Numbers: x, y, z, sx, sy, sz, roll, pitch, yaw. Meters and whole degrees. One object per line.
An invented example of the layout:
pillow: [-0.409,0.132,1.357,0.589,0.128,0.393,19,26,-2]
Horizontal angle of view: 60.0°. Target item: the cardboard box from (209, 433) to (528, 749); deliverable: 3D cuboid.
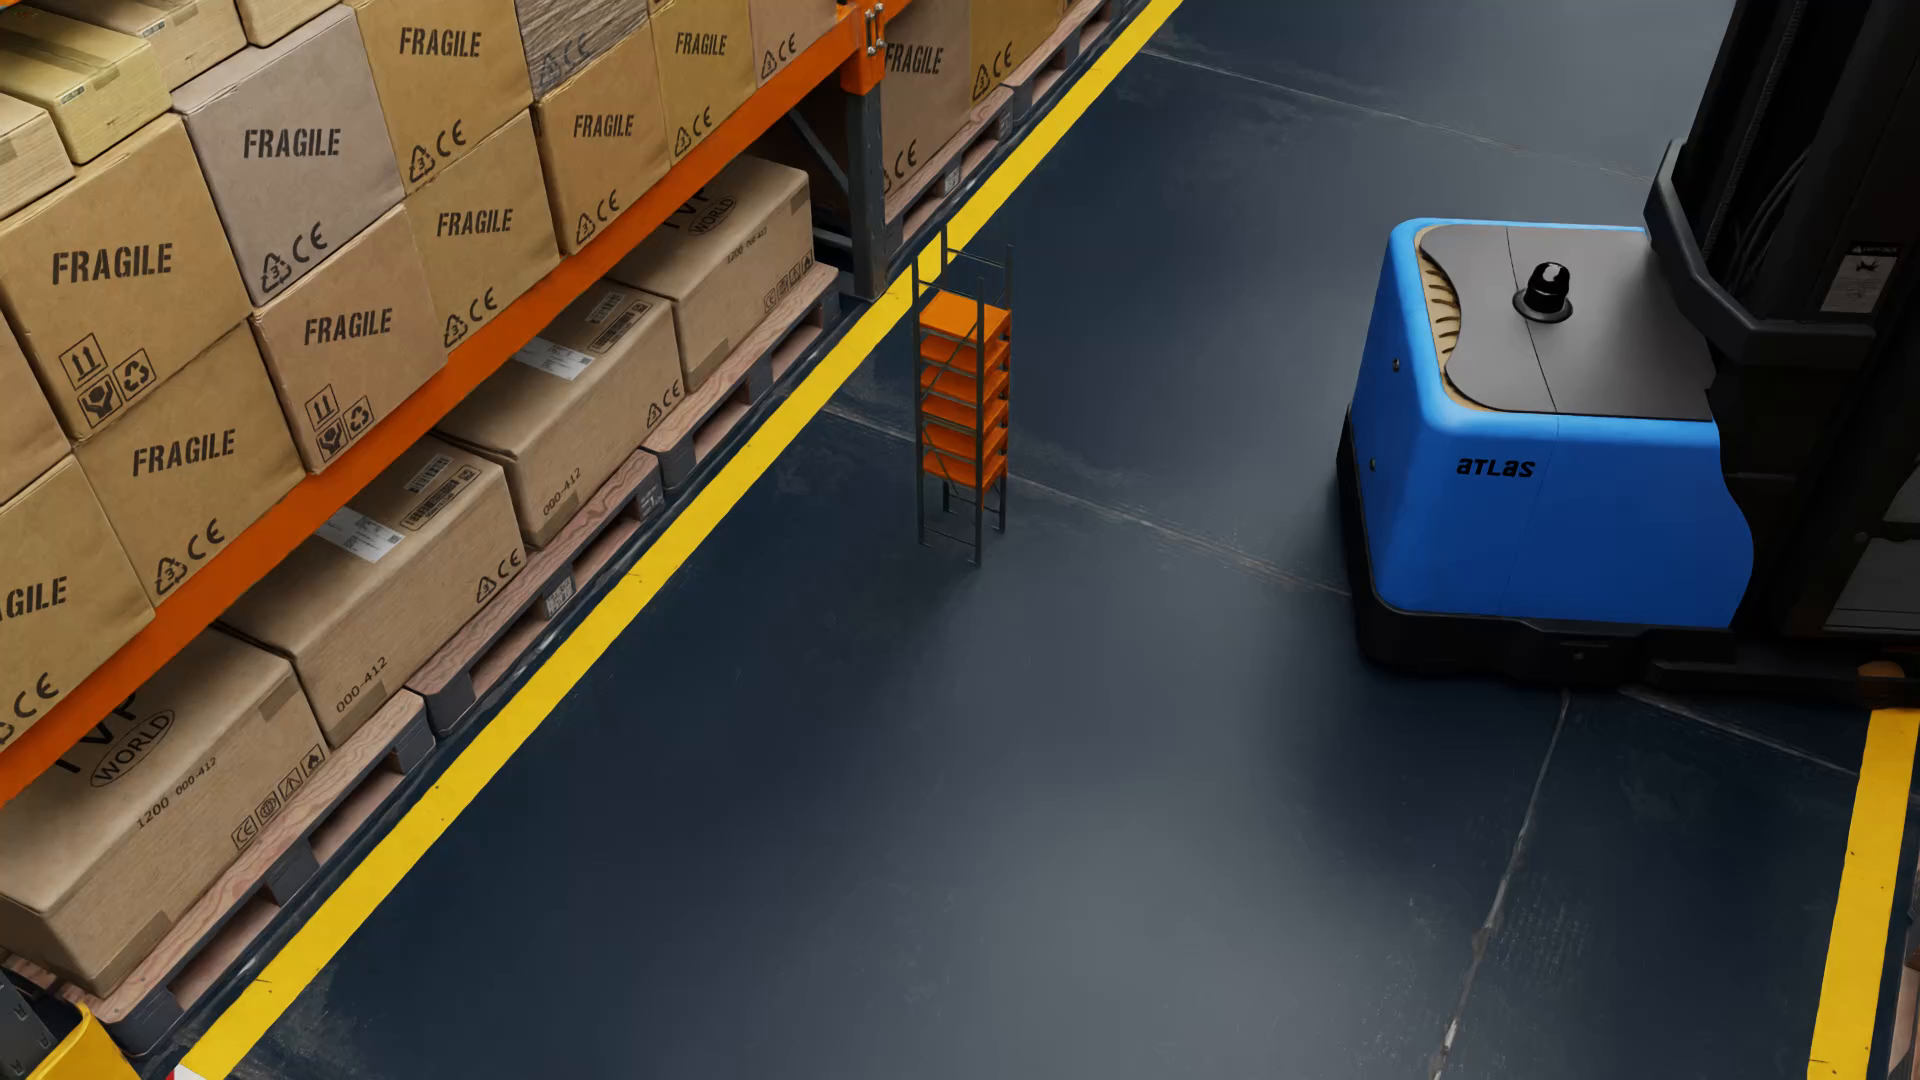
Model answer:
cardboard box: [-1.983,0.043,5.104,0.875,0.438,0.875,22,49,20]

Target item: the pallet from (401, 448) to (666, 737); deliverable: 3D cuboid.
pallet: [-1.749,0.003,5.598,1.003,0.211,1.213,20,49,19]

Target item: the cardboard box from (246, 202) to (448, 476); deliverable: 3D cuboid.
cardboard box: [-1.679,-0.567,4.131,0.500,0.500,0.500,20,49,19]

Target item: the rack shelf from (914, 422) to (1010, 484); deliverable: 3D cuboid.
rack shelf: [0.007,-0.315,5.449,0.258,0.103,0.180,20,49,19]

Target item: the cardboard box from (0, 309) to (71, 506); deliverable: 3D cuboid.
cardboard box: [-2.143,-0.277,3.141,0.500,0.500,0.500,19,48,18]

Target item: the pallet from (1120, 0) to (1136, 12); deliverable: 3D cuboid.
pallet: [0.663,-3.269,8.833,1.003,0.211,1.213,20,49,19]

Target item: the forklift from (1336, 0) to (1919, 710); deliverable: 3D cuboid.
forklift: [2.820,-0.881,4.560,3.031,2.935,1.130,3,45,3]

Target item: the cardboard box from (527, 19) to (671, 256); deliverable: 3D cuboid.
cardboard box: [-1.205,-1.213,4.769,0.500,0.500,0.500,20,49,18]

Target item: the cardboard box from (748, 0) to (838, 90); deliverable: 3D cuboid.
cardboard box: [-0.750,-1.860,5.409,0.500,0.500,0.500,21,49,19]

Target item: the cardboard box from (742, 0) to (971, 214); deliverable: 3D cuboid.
cardboard box: [-0.545,-2.019,6.835,0.875,0.875,0.875,22,49,20]

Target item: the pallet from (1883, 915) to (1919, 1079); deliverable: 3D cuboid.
pallet: [2.824,1.556,4.064,1.003,0.211,1.213,20,49,19]

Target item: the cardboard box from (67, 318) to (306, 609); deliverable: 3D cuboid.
cardboard box: [-1.931,-0.252,3.820,0.500,0.500,0.500,20,49,19]

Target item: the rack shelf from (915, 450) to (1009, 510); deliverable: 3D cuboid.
rack shelf: [0.007,-0.231,5.535,0.258,0.103,0.180,20,49,19]

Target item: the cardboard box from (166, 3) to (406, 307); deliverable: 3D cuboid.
cardboard box: [-1.678,-0.931,3.788,0.500,0.500,0.500,20,49,19]

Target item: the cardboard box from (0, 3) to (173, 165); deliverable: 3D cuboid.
cardboard box: [-1.821,-0.915,3.316,0.380,0.149,0.250,19,48,18]

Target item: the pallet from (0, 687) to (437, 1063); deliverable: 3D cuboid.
pallet: [-2.317,0.769,4.842,1.003,0.211,1.213,20,49,19]

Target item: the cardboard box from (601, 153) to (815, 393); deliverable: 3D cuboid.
cardboard box: [-1.148,-1.088,6.223,0.875,0.438,0.875,20,49,19]

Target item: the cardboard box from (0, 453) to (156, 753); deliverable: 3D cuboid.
cardboard box: [-2.141,0.076,3.496,0.500,0.500,0.500,20,49,19]

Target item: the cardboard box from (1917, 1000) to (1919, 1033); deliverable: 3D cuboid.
cardboard box: [2.650,1.178,4.186,0.380,0.149,0.250,19,48,18]

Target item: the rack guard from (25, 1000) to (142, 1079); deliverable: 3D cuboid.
rack guard: [-2.630,1.212,4.200,1.175,0.500,0.348,20,49,19]

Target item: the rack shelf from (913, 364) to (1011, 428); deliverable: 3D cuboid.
rack shelf: [0.007,-0.484,5.279,0.258,0.103,0.180,20,49,19]

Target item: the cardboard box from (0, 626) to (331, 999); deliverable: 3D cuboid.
cardboard box: [-2.401,0.623,4.532,0.875,0.438,0.875,19,48,18]

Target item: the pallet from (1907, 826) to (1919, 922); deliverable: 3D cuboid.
pallet: [3.389,0.784,4.827,1.003,0.211,1.213,20,49,19]

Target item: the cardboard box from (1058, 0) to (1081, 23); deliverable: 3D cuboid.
cardboard box: [0.283,-3.154,7.957,0.875,0.875,0.875,21,49,20]

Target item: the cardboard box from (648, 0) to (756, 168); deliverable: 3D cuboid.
cardboard box: [-0.984,-1.534,5.087,0.500,0.500,0.500,19,48,18]

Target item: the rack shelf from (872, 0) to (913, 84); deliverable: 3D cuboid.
rack shelf: [0.167,-3.209,7.318,1.077,0.370,4.000,20,49,19]

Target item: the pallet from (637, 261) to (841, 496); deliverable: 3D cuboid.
pallet: [-1.184,-0.768,6.361,1.003,0.211,1.213,20,49,19]

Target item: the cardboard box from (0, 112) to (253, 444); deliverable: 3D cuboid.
cardboard box: [-1.910,-0.604,3.465,0.500,0.500,0.500,19,48,18]

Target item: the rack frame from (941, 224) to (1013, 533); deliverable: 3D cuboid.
rack frame: [0.049,-0.489,5.389,0.240,1.200,0.006,20,49,19]

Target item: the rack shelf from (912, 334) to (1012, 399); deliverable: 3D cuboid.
rack shelf: [0.007,-0.568,5.193,0.258,0.103,0.180,20,49,19]

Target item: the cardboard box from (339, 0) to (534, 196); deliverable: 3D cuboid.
cardboard box: [-1.447,-1.246,4.099,0.500,0.500,0.500,21,49,19]

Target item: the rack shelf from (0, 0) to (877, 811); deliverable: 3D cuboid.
rack shelf: [-1.690,-0.689,4.827,1.077,0.370,4.000,20,49,19]

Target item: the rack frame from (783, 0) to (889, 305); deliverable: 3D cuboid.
rack frame: [-0.762,-2.201,5.817,1.000,3.000,0.127,20,49,19]

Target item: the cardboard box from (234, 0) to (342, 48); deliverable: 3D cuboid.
cardboard box: [-1.593,-1.241,3.638,0.380,0.149,0.250,21,49,19]

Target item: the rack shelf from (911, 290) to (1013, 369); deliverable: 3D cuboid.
rack shelf: [0.007,-0.653,5.108,0.258,0.103,0.180,20,49,19]

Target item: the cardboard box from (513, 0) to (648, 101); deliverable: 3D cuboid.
cardboard box: [-1.207,-1.559,4.408,0.500,0.500,0.500,21,49,20]

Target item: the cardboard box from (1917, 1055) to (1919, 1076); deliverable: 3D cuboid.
cardboard box: [2.512,1.216,3.939,0.380,0.149,0.250,21,49,19]

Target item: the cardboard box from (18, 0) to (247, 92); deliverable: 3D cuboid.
cardboard box: [-1.746,-1.098,3.496,0.380,0.149,0.250,21,49,19]

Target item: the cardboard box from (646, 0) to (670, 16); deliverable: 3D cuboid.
cardboard box: [-0.979,-1.883,4.728,0.500,0.500,0.500,20,49,18]

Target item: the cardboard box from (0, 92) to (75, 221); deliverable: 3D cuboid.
cardboard box: [-1.928,-0.743,3.146,0.380,0.149,0.250,22,49,20]

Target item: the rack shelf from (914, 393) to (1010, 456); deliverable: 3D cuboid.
rack shelf: [0.007,-0.400,5.364,0.258,0.103,0.180,20,49,19]

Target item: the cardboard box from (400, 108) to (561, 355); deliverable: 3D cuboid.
cardboard box: [-1.461,-0.888,4.448,0.500,0.500,0.500,22,49,20]

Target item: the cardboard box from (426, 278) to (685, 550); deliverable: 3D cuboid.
cardboard box: [-1.563,-0.524,5.665,0.875,0.438,0.875,19,48,18]

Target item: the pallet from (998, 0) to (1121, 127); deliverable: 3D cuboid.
pallet: [0.095,-2.504,8.076,1.003,0.211,1.213,20,49,19]

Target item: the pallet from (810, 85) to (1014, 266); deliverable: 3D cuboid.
pallet: [-0.470,-1.732,7.314,1.003,0.211,1.213,20,49,19]

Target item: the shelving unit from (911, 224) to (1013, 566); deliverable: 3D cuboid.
shelving unit: [0.007,-0.431,5.332,0.258,1.200,0.189,20,49,19]

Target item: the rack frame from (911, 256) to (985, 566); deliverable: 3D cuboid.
rack frame: [-0.036,-0.373,5.275,0.240,1.200,0.006,20,49,19]

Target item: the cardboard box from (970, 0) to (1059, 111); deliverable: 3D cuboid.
cardboard box: [-0.132,-2.591,7.400,0.875,0.875,0.875,22,49,20]
